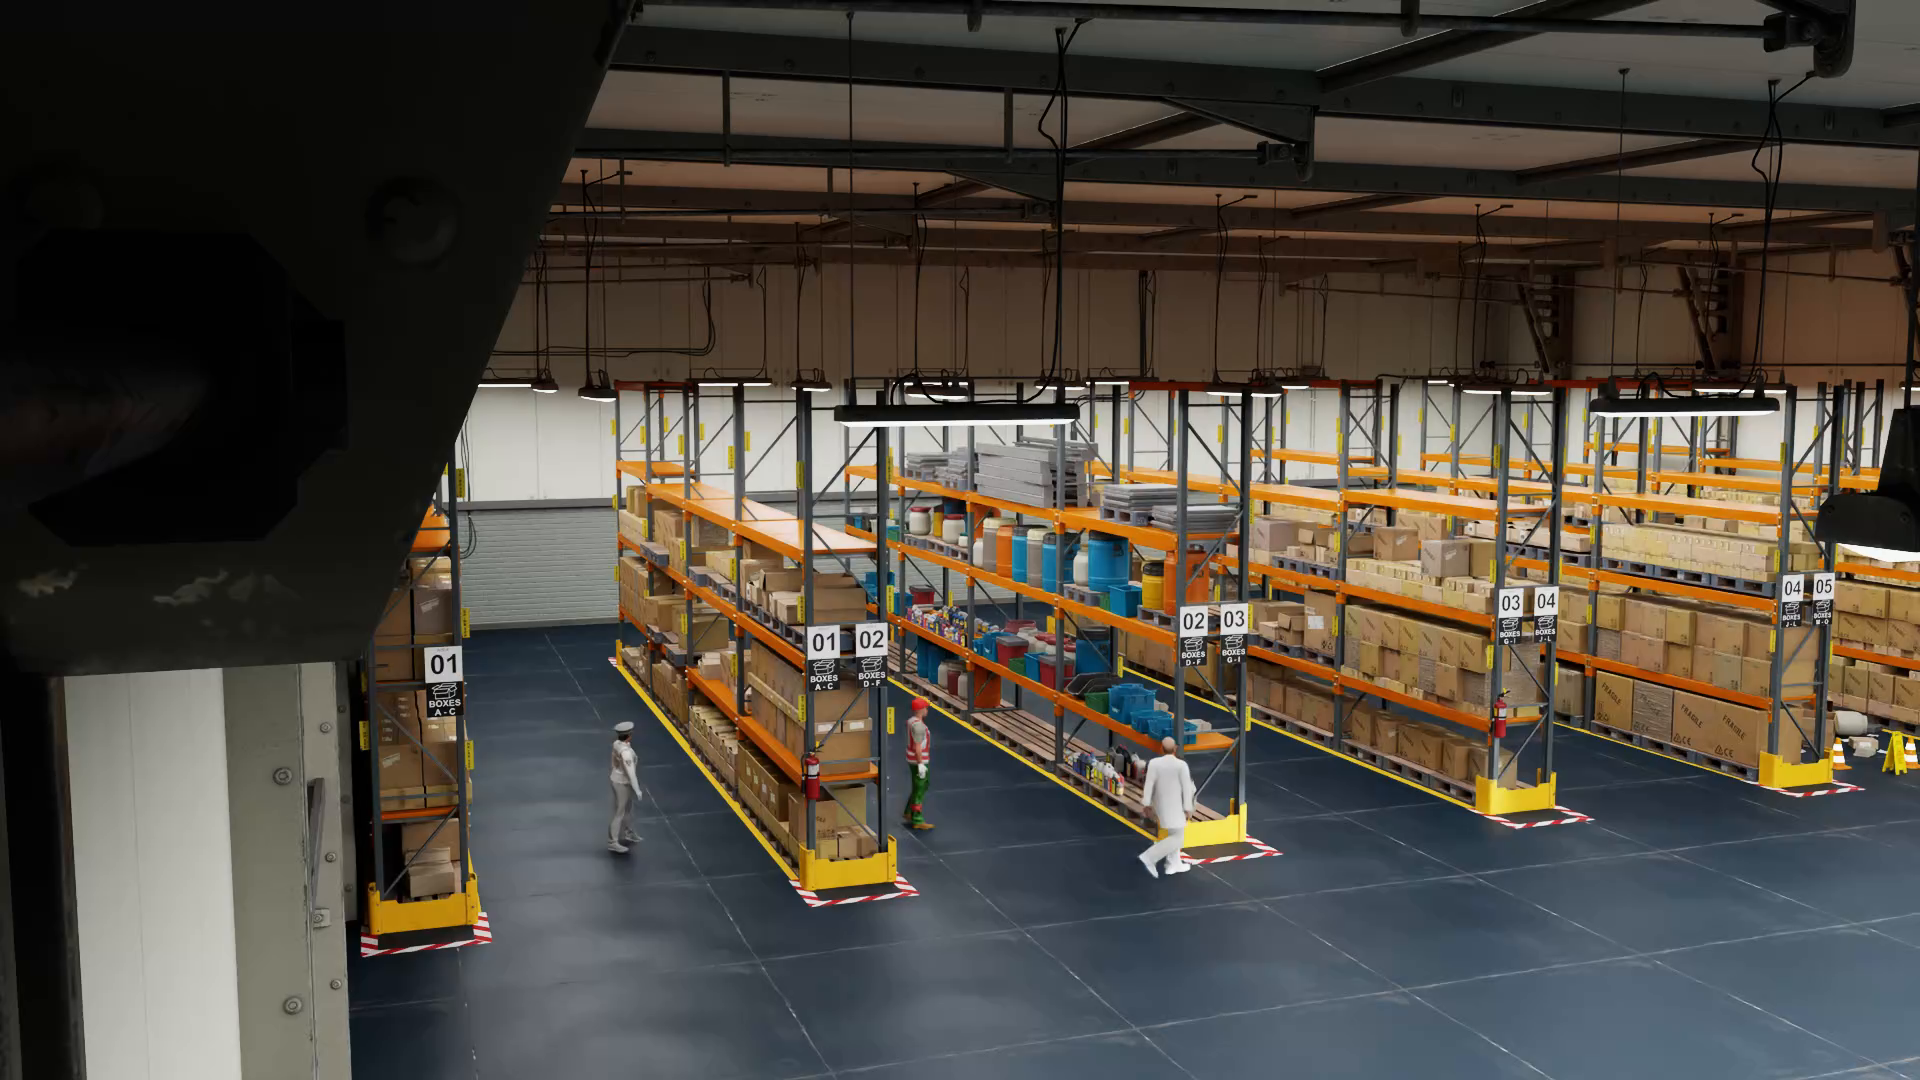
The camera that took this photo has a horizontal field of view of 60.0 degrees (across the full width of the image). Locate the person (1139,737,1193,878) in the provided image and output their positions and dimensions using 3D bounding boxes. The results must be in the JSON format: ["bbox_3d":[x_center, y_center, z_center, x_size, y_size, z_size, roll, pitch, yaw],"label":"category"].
[{"bbox_3d":[2.531,3.283,20.448,0.824,1.746,0.555,-2,6,-21],"label":"person"}]

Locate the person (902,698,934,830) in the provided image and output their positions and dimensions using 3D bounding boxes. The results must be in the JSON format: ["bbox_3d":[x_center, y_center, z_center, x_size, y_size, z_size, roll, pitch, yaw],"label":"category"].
[{"bbox_3d":[-0.566,3.053,22.726,0.400,1.806,0.648,-1,6,-9],"label":"person"}]

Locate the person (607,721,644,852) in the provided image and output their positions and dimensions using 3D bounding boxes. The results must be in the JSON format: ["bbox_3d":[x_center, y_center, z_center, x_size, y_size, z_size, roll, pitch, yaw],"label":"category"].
[{"bbox_3d":[-4.386,3.213,21.779,0.517,1.708,0.628,-2,6,-16],"label":"person"}]
